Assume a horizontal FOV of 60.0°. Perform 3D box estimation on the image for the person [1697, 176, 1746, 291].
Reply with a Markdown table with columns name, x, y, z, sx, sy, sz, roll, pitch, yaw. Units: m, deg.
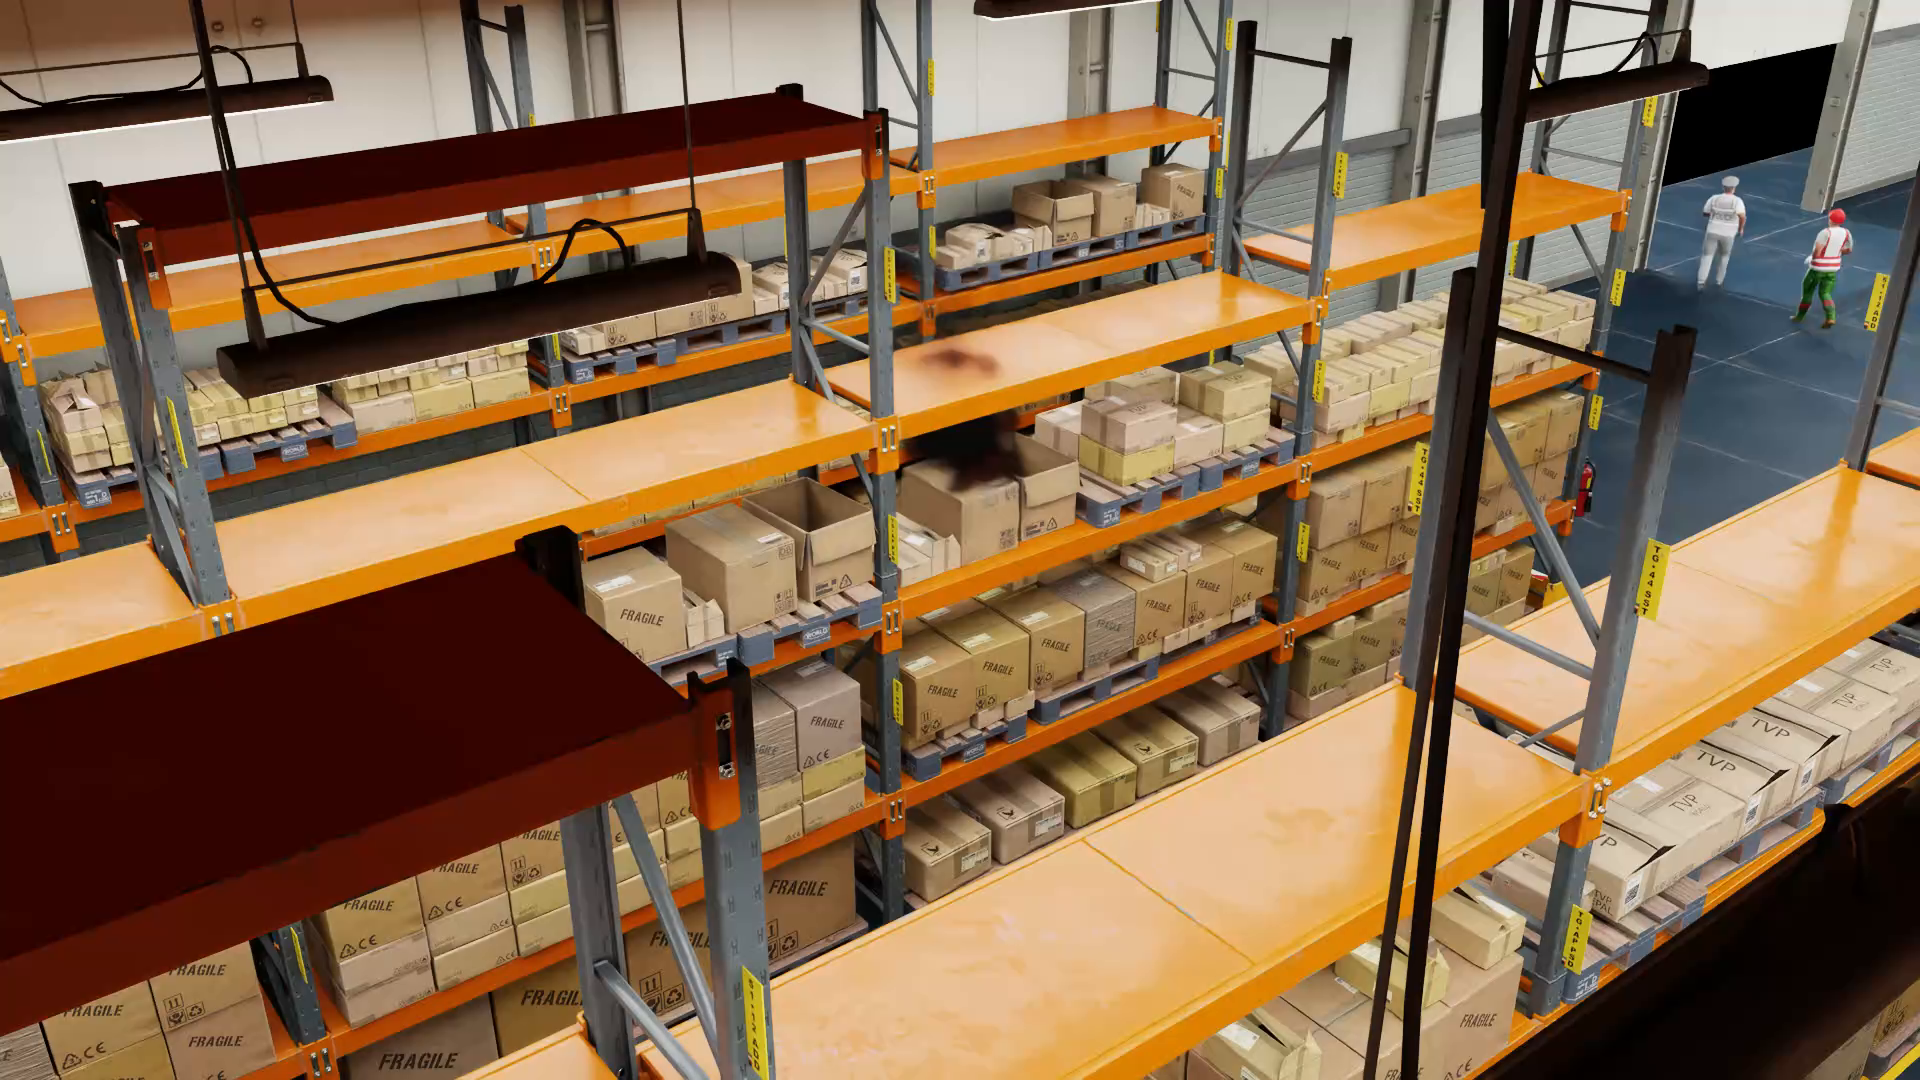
| name | x | y | z | sx | sy | sz | roll | pitch | yaw |
| --- | --- | --- | --- | --- | --- | --- | --- | --- | --- |
| person | 11.766 | -4.734 | 25.702 | 0.657 | 1.775 | 0.957 | 15 | 30 | 28 |

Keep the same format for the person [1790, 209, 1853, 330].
| name | x | y | z | sx | sy | sz | roll | pitch | yaw |
| --- | --- | --- | --- | --- | --- | --- | --- | --- | --- |
| person | 12.468 | -3.899 | 23.994 | 0.656 | 1.786 | 0.987 | -1 | 26 | -1 |
